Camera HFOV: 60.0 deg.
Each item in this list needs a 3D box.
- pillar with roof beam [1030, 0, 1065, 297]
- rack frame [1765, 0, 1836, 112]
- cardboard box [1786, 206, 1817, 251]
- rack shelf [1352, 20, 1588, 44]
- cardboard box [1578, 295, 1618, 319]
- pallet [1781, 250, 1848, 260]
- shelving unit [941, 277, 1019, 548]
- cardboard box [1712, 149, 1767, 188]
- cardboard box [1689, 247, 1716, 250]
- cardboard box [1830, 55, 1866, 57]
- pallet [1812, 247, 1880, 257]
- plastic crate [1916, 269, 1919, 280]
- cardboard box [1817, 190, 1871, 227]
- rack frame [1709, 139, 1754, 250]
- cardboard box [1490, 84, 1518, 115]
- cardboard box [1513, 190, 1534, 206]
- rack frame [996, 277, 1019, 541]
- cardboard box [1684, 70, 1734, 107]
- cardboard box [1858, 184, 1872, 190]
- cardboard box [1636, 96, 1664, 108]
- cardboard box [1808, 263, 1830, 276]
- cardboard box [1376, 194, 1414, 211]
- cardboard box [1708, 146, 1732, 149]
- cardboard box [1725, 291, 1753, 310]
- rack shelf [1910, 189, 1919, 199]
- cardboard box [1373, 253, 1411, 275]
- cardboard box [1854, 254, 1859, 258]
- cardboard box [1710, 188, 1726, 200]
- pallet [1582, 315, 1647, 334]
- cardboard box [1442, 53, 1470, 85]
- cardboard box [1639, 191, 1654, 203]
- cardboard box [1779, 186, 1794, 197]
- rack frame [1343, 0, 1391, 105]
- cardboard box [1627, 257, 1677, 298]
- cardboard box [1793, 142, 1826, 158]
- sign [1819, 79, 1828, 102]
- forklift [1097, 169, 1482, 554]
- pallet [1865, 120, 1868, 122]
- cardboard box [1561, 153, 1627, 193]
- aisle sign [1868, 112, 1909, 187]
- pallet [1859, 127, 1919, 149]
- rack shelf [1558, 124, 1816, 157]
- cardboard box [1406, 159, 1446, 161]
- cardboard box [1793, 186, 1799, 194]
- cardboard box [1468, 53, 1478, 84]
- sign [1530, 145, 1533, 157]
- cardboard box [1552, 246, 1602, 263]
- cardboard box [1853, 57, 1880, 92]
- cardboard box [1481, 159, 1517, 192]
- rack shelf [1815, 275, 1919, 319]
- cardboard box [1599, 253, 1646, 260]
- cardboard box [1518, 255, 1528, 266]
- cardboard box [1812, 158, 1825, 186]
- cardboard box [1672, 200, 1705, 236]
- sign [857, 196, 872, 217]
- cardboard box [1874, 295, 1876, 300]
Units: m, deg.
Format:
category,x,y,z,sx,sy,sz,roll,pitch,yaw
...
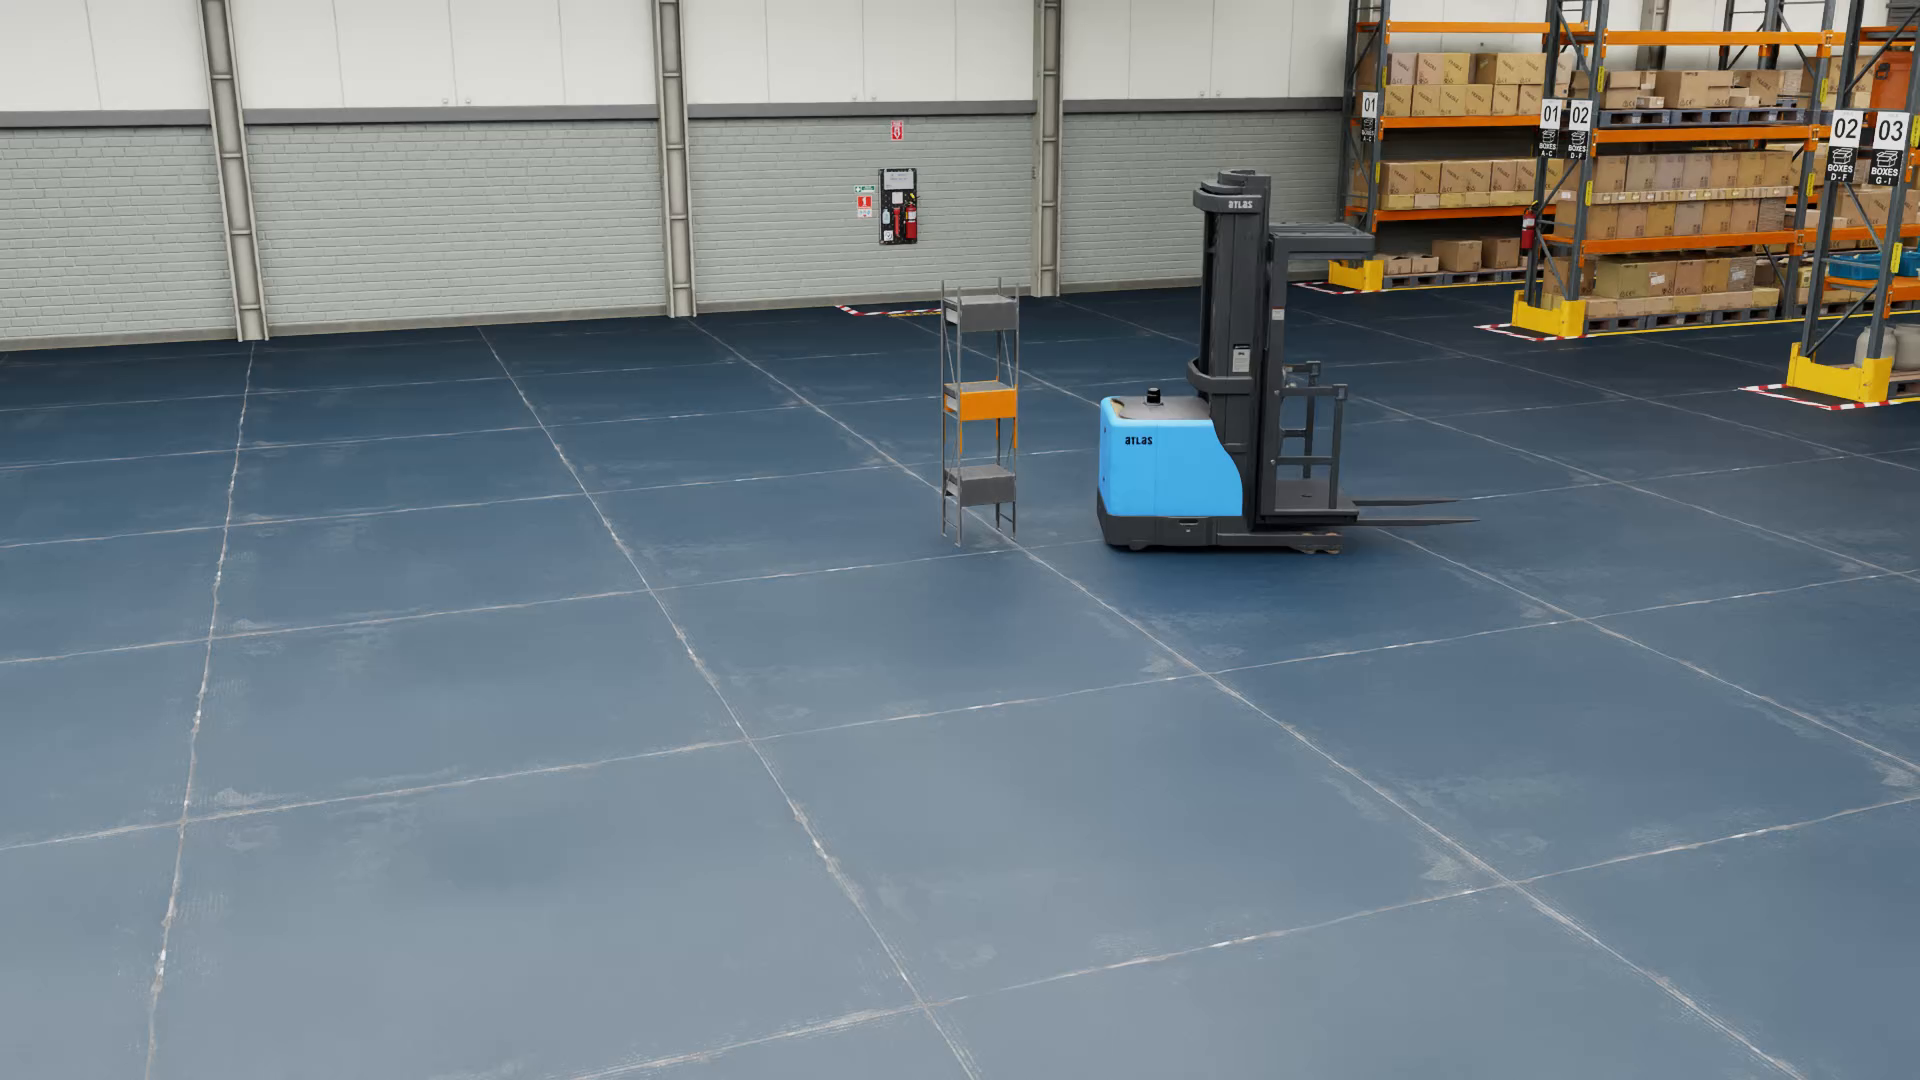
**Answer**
category,x,y,z,sx,sy,sz,roll,pitch,yaw
pillar with roof beam,2.930,-7.190,22.111,0.400,9.000,9.100,-6,17,-20
rack frame,12.159,-7.730,23.949,0.127,3.000,1.000,-6,17,-20
cardboard box,15.672,-5.854,31.278,0.750,0.750,0.750,-6,17,-20
rack shelf,8.516,-8.484,27.801,4.000,0.370,1.077,-6,17,-20
cardboard box,9.004,-3.326,23.734,0.500,0.250,0.500,-6,17,-20
pallet,16.019,-5.401,31.616,1.213,0.211,1.003,-6,17,-20
shelving unit,0.155,-1.024,13.359,0.503,2.100,0.431,-6,17,-20
cardboard box,11.276,-5.424,24.265,0.500,0.500,0.700,-6,17,-20
cardboard box,13.465,-5.483,30.601,0.500,0.500,0.700,-6,17,-19
cardboard box,16.475,-8.905,30.986,0.500,0.250,0.500,-7,18,-22
pallet,17.160,-5.525,32.038,1.213,0.211,1.003,-6,17,-20
plastic crate,11.144,-3.023,19.038,0.250,0.136,0.298,-6,17,-20
cardboard box,13.374,-5.025,25.210,0.500,0.500,0.500,-5,17,-16
rack frame,14.118,-6.557,30.604,0.127,3.000,1.000,-6,17,-20
cardboard box,9.019,-7.421,28.010,0.500,0.500,0.500,-7,18,-22
cardboard box,9.581,-5.916,28.652,0.500,0.250,0.500,-6,17,-20
rack frame,0.382,-1.049,13.443,0.015,2.100,0.400,-6,17,-20
cardboard box,10.576,-6.476,23.826,0.637,0.503,0.797,-4,17,-14
cardboard box,16.928,-6.653,31.341,0.250,0.149,0.380,-6,17,-20
cardboard box,9.586,-6.107,23.201,0.250,0.149,0.380,-6,17,-20
cardboard box,13.104,-4.028,25.129,0.500,0.311,0.500,-6,18,-21
cardboard box,7.217,-5.654,27.759,0.500,0.250,0.500,-7,18,-22
cardboard box,13.807,-7.085,30.292,0.250,0.149,0.380,-9,18,-27
cardboard box,11.334,-3.581,24.605,0.500,0.250,0.500,-6,17,-20
rack shelf,19.721,-6.817,32.766,4.000,0.370,1.077,-6,17,-20
cardboard box,7.326,-4.718,28.332,0.500,0.311,0.500,-8,18,-26
cardboard box,14.336,-4.324,26.139,0.500,0.311,0.500,-7,18,-22
cardboard box,10.796,-4.999,23.969,0.250,0.149,0.380,-6,17,-18
pallet,9.123,-3.198,24.114,1.213,0.211,1.003,-6,17,-20
cardboard box,8.056,-7.794,27.505,0.500,0.500,0.500,-6,17,-19
cardboard box,9.583,-4.867,23.519,0.250,0.149,0.380,-6,18,-21
cardboard box,11.982,-5.127,24.403,0.250,0.149,0.380,-6,17,-20
rack frame,6.648,-8.629,27.013,0.127,3.000,1.000,-6,17,-20
cardboard box,9.933,-3.790,23.985,0.500,0.500,0.500,-6,17,-20
cardboard box,15.602,-7.201,30.725,0.500,0.250,0.500,-6,17,-20
sign,12.359,-6.431,23.791,0.005,0.325,0.100,-6,17,-20
forklift,2.677,-1.446,13.320,3.031,2.935,1.130,0,16,0
pallet,14.250,-6.398,25.072,1.213,0.211,1.003,-5,17,-18
cardboard box,8.914,-5.167,23.391,0.500,0.500,0.700,-6,17,-20
aisle sign,10.231,-4.307,18.328,0.004,0.787,0.394,-6,17,-20
pallet,11.001,-4.550,18.782,1.213,0.211,1.003,-6,17,-20
rack shelf,10.292,-5.744,23.786,4.000,0.370,1.077,-6,17,-20
cardboard box,7.967,-6.253,28.468,0.500,0.500,0.500,-7,18,-22
cardboard box,15.456,-6.533,30.930,0.250,0.149,0.380,-6,17,-19
cardboard box,8.403,-7.990,28.172,0.500,0.500,0.500,-6,17,-20
sign,10.181,-6.855,29.564,0.005,0.325,0.100,-6,17,-20
cardboard box,11.065,-5.244,29.789,0.500,0.500,0.700,-6,17,-18
cardboard box,13.273,-6.895,24.620,0.500,0.500,0.500,-4,17,-15
cardboard box,9.114,-6.223,28.365,0.500,0.500,0.500,-7,18,-22
rack shelf,12.061,-3.001,19.770,4.000,0.370,1.077,-6,17,-20
cardboard box,9.747,-3.927,24.451,0.500,0.500,0.500,-6,17,-20
cardboard box,9.894,-4.944,29.358,0.250,0.166,0.380,-9,18,-27
cardboard box,15.620,-6.839,30.824,0.500,0.500,0.500,-6,17,-20
cardboard box,10.309,-4.696,24.090,0.500,0.500,0.700,-6,17,-18
sign,-1.485,-5.193,25.896,0.234,0.329,0.001,-6,17,-20
cardboard box,14.060,-3.864,25.567,0.500,0.250,0.500,-6,17,-19
